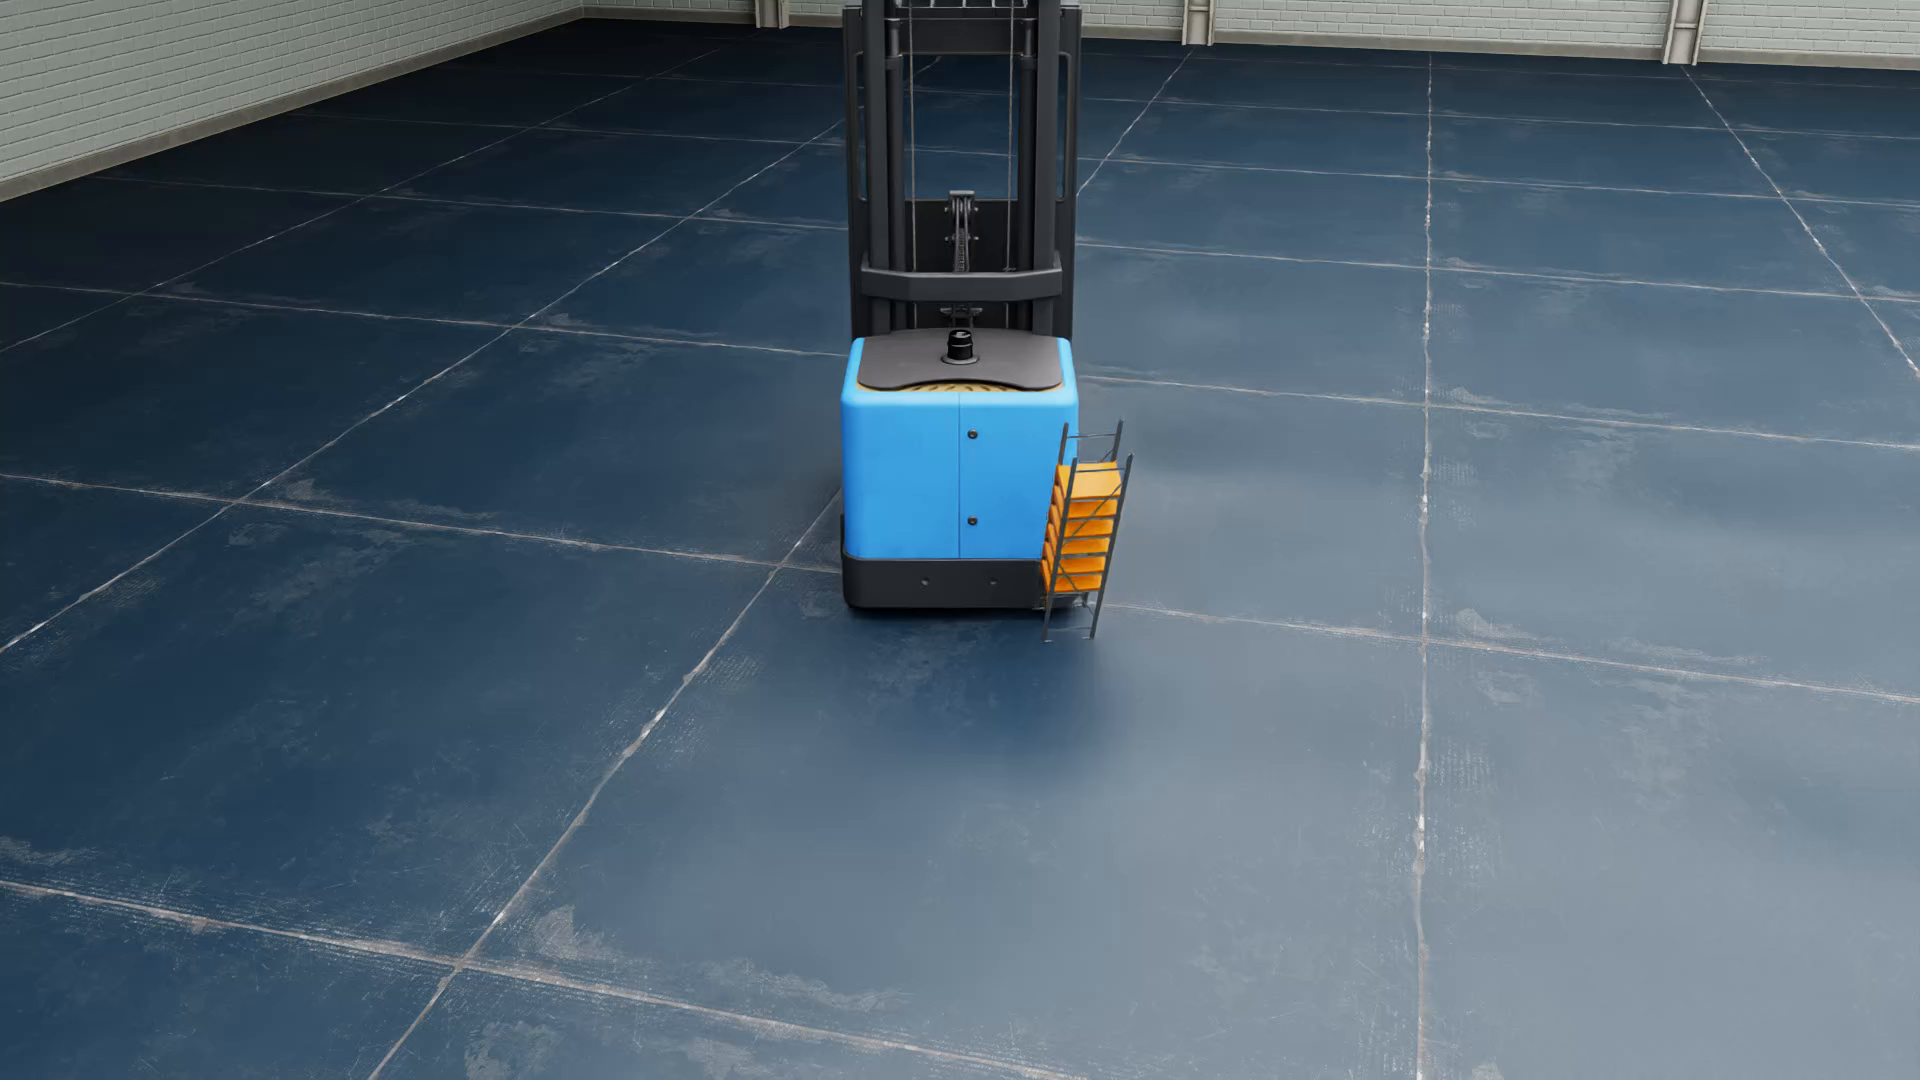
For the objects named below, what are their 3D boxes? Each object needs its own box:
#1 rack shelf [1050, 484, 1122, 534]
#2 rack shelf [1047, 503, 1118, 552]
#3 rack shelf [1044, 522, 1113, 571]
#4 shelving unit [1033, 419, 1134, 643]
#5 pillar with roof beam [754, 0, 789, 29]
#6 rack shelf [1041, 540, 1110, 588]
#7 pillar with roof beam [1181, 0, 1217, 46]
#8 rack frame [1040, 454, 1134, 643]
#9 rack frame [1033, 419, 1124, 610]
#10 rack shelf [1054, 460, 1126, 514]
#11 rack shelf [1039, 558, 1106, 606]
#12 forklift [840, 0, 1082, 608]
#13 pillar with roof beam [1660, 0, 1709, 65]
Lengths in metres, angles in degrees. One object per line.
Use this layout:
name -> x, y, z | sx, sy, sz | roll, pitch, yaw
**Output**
rack shelf -> 0.511, -0.136, 6.760 | 0.258, 0.103, 0.180 | -4, 51, -8
rack shelf -> 0.503, -0.059, 6.853 | 0.258, 0.103, 0.180 | -4, 51, -8
rack shelf -> 0.495, 0.018, 6.945 | 0.258, 0.103, 0.180 | -4, 51, -8
shelving unit -> 0.498, -0.011, 6.911 | 0.258, 1.200, 0.189 | -4, 51, -8
pillar with roof beam -> -3.716, -9.527, 17.792 | 0.400, 9.000, 9.100 | 6, 26, 13
rack shelf -> 0.487, 0.094, 7.037 | 0.258, 0.103, 0.180 | -4, 51, -8
pillar with roof beam -> 2.095, -8.884, 16.443 | 0.400, 9.000, 9.100 | 6, 26, 13
rack frame -> 0.511, 0.059, 6.853 | 0.240, 1.200, 0.006 | -4, 51, -8
rack frame -> 0.485, -0.081, 6.968 | 0.240, 1.200, 0.006 | -4, 51, -8
rack shelf -> 0.519, -0.212, 6.668 | 0.258, 0.103, 0.180 | -4, 51, -8
rack shelf -> 0.479, 0.171, 7.129 | 0.258, 0.103, 0.180 | -4, 51, -8
forklift -> 0.012, -1.605, 8.211 | 1.130, 2.935, 3.031 | 0, 25, 0
pillar with roof beam -> 7.906, -8.242, 15.093 | 0.400, 9.000, 9.100 | 6, 26, 13
